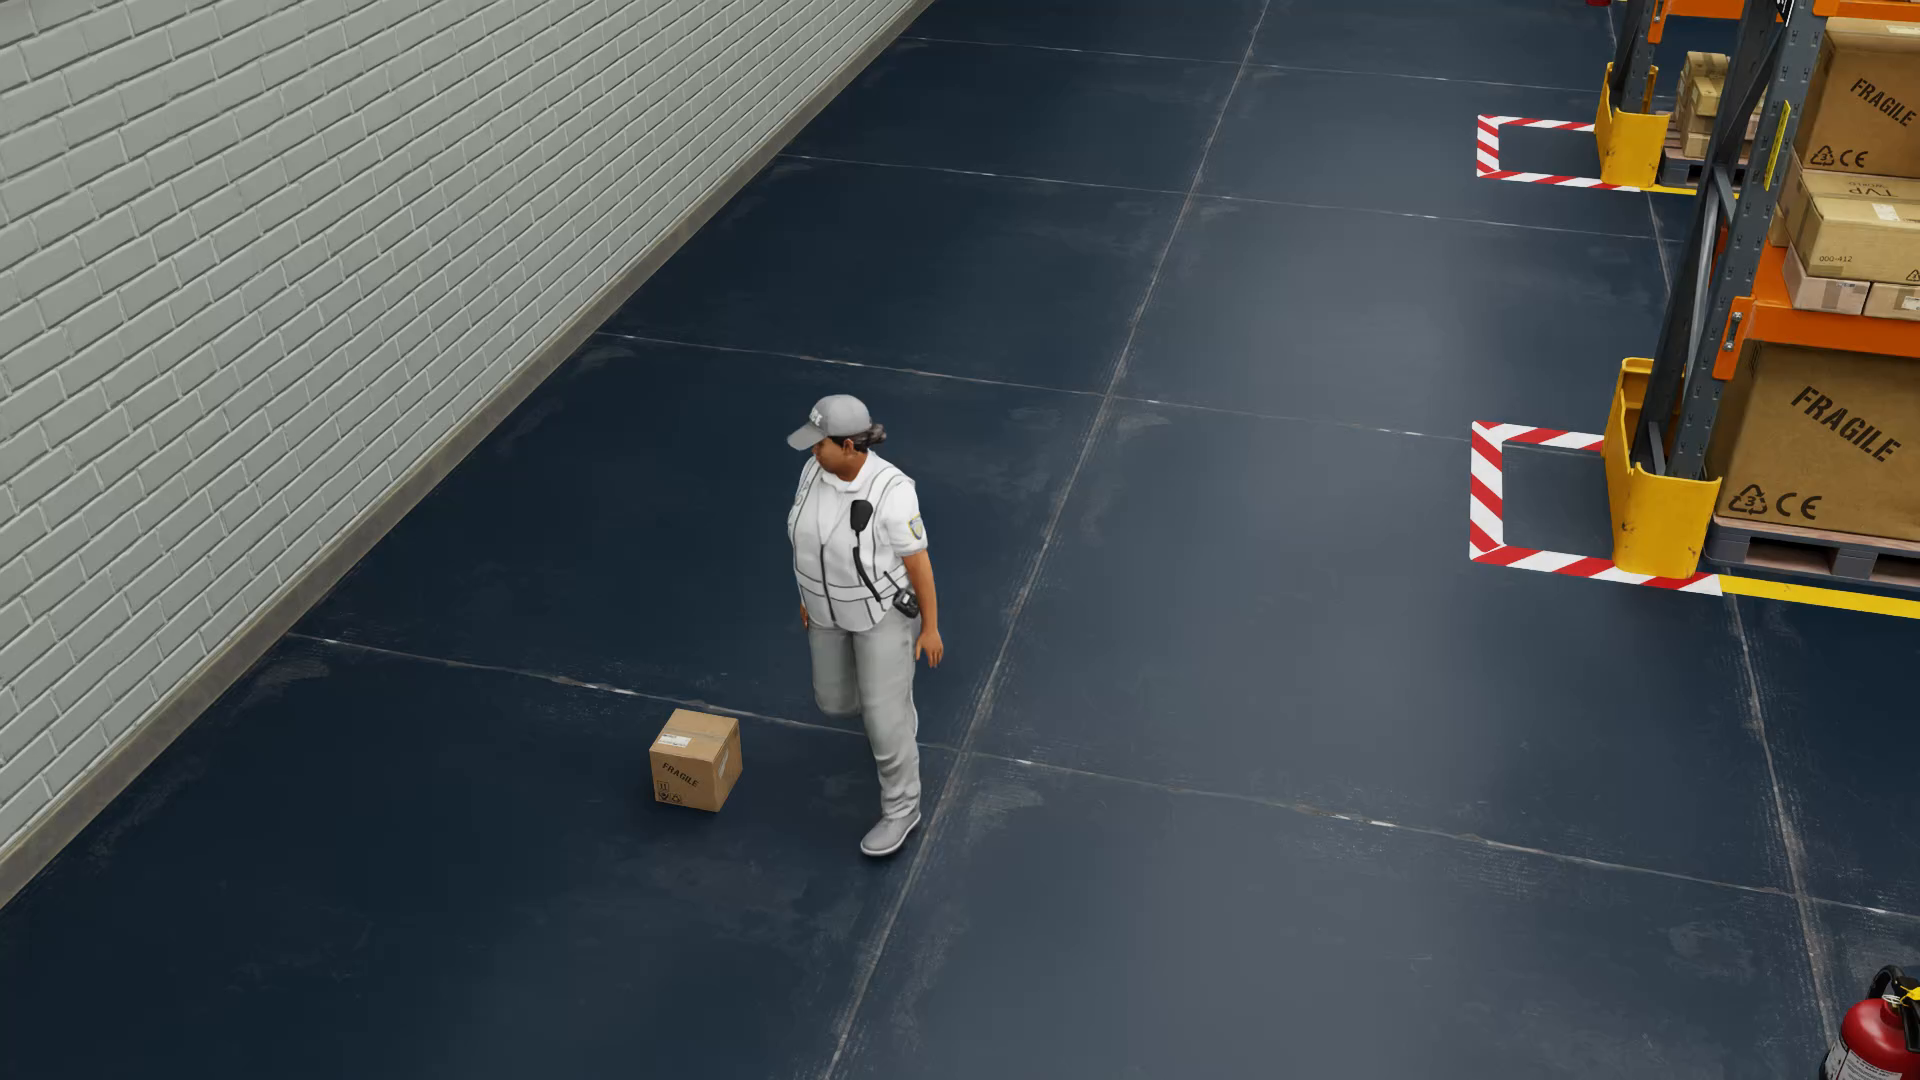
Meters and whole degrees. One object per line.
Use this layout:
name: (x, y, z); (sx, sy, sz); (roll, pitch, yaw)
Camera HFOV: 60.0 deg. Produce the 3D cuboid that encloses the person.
person: (-0.316, 0.227, 5.785); (0.576, 1.604, 0.758); (16, 36, 23)
